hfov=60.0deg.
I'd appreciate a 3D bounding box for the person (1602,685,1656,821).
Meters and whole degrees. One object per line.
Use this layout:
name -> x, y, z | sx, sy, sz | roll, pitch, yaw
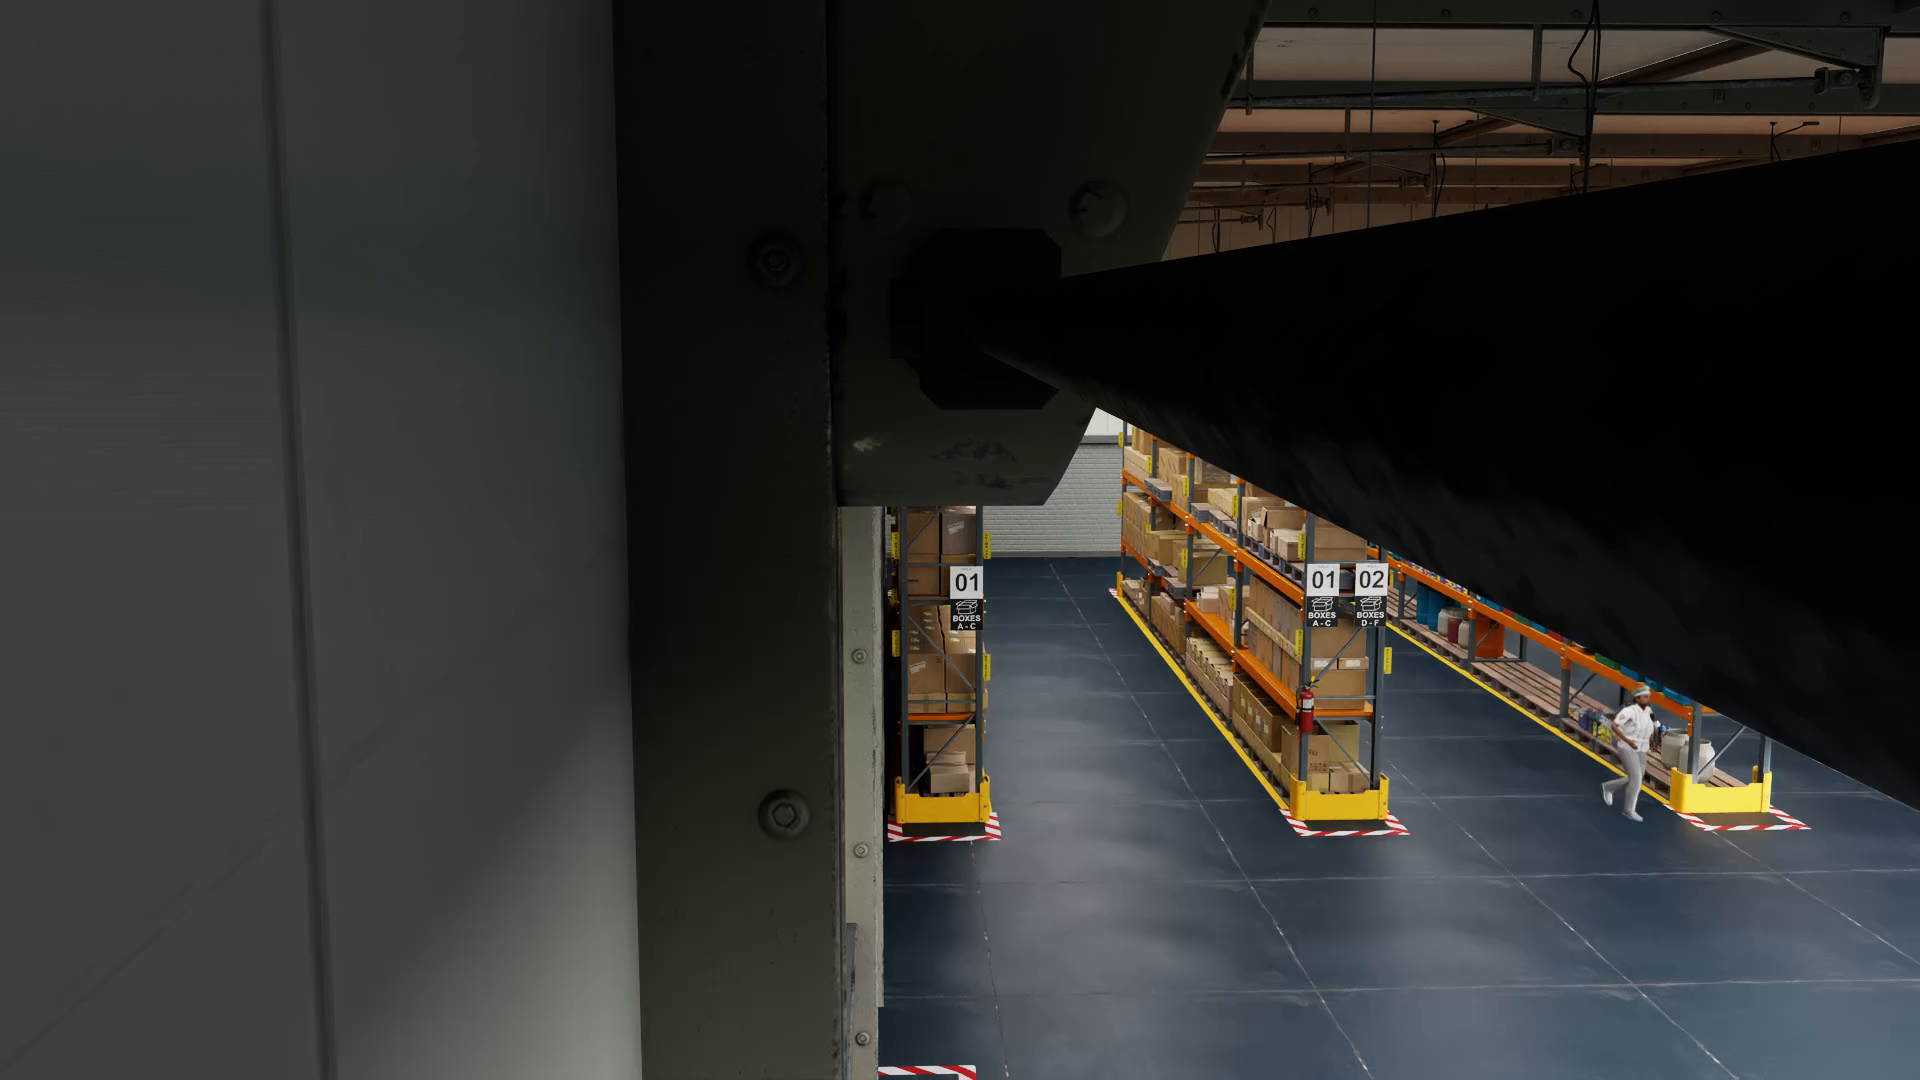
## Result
person -> 8.408, 2.620, 20.817 | 0.617, 1.673, 0.703 | -3, 9, -23
